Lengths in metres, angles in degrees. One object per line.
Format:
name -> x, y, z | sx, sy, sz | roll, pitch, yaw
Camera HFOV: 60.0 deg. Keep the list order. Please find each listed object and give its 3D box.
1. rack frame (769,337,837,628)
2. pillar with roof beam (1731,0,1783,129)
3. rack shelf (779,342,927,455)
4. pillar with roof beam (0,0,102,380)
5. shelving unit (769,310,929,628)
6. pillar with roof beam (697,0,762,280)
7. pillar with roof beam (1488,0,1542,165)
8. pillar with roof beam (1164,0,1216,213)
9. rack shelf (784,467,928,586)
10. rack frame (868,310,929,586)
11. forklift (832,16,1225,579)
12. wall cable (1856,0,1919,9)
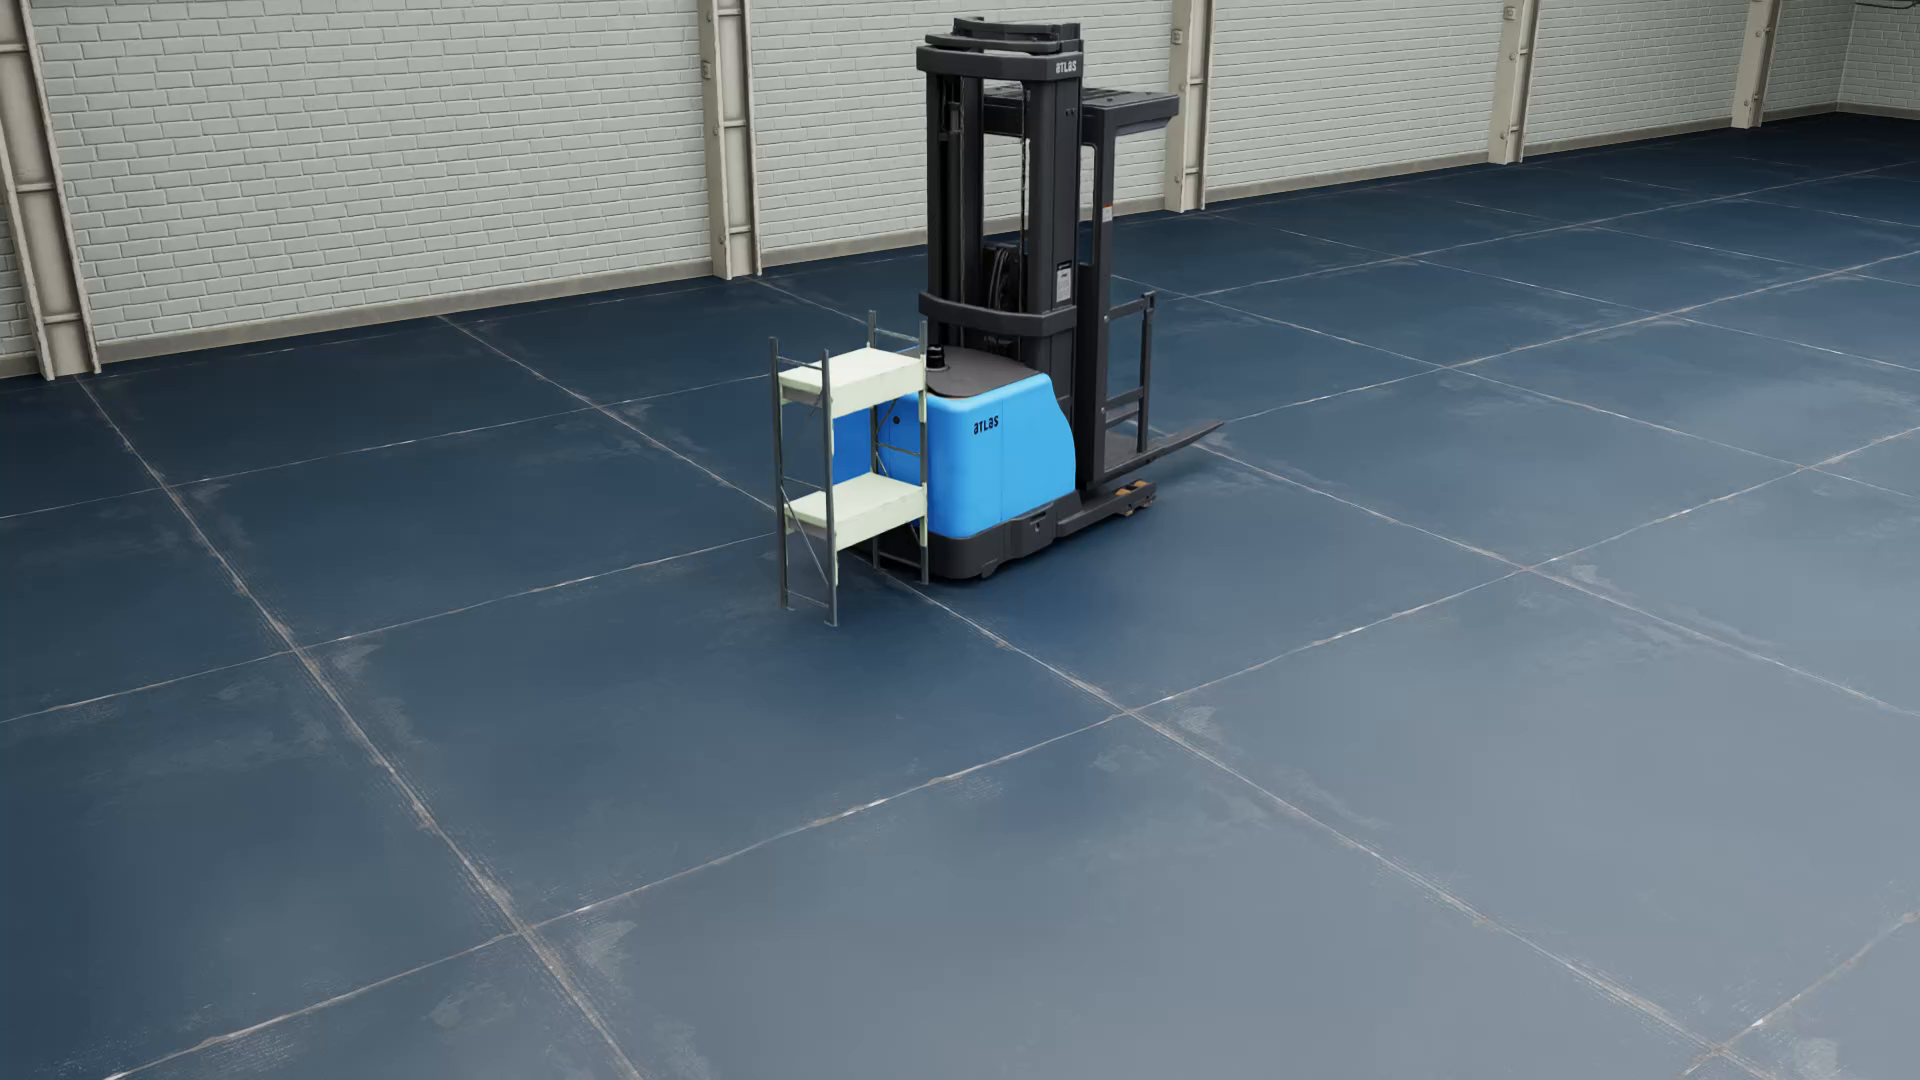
rack frame -> -0.806, -0.284, 8.583 | 0.400, 1.500, 0.023 | 17, 28, 37
pillar with roof beam -> 14.914, -9.417, 21.353 | 0.400, 9.000, 9.100 | -15, 26, -33
rack shelf -> -0.570, -0.750, 8.699 | 0.431, 0.370, 0.720 | 17, 28, 37
pillar with roof beam -> -4.568, -4.222, 8.335 | 0.400, 9.000, 9.100 | -15, 26, -33
shelving unit -> -0.570, -0.387, 8.843 | 0.431, 1.500, 0.755 | 17, 28, 37
pillar with roof beam -> 0.303, -5.521, 11.589 | 0.400, 9.000, 9.100 | -15, 26, -33
pillar with roof beam -> 10.044, -8.118, 18.098 | 0.400, 9.000, 9.100 | -15, 26, -33
pillar with roof beam -> 5.173, -6.819, 14.844 | 0.400, 9.000, 9.100 | -15, 26, -33
rack shelf -> -0.570, -0.085, 8.964 | 0.431, 0.370, 0.720 | 17, 28, 37
rack frame -> -0.335, -0.491, 9.104 | 0.400, 1.500, 0.023 | 17, 28, 37
forklift -> 0.578, -1.616, 9.991 | 1.130, 2.935, 3.031 | 17, 28, 37
wall cable -> 15.564, -9.509, 25.775 | 0.112, 2.526, 3.097 | -15, 26, -33
